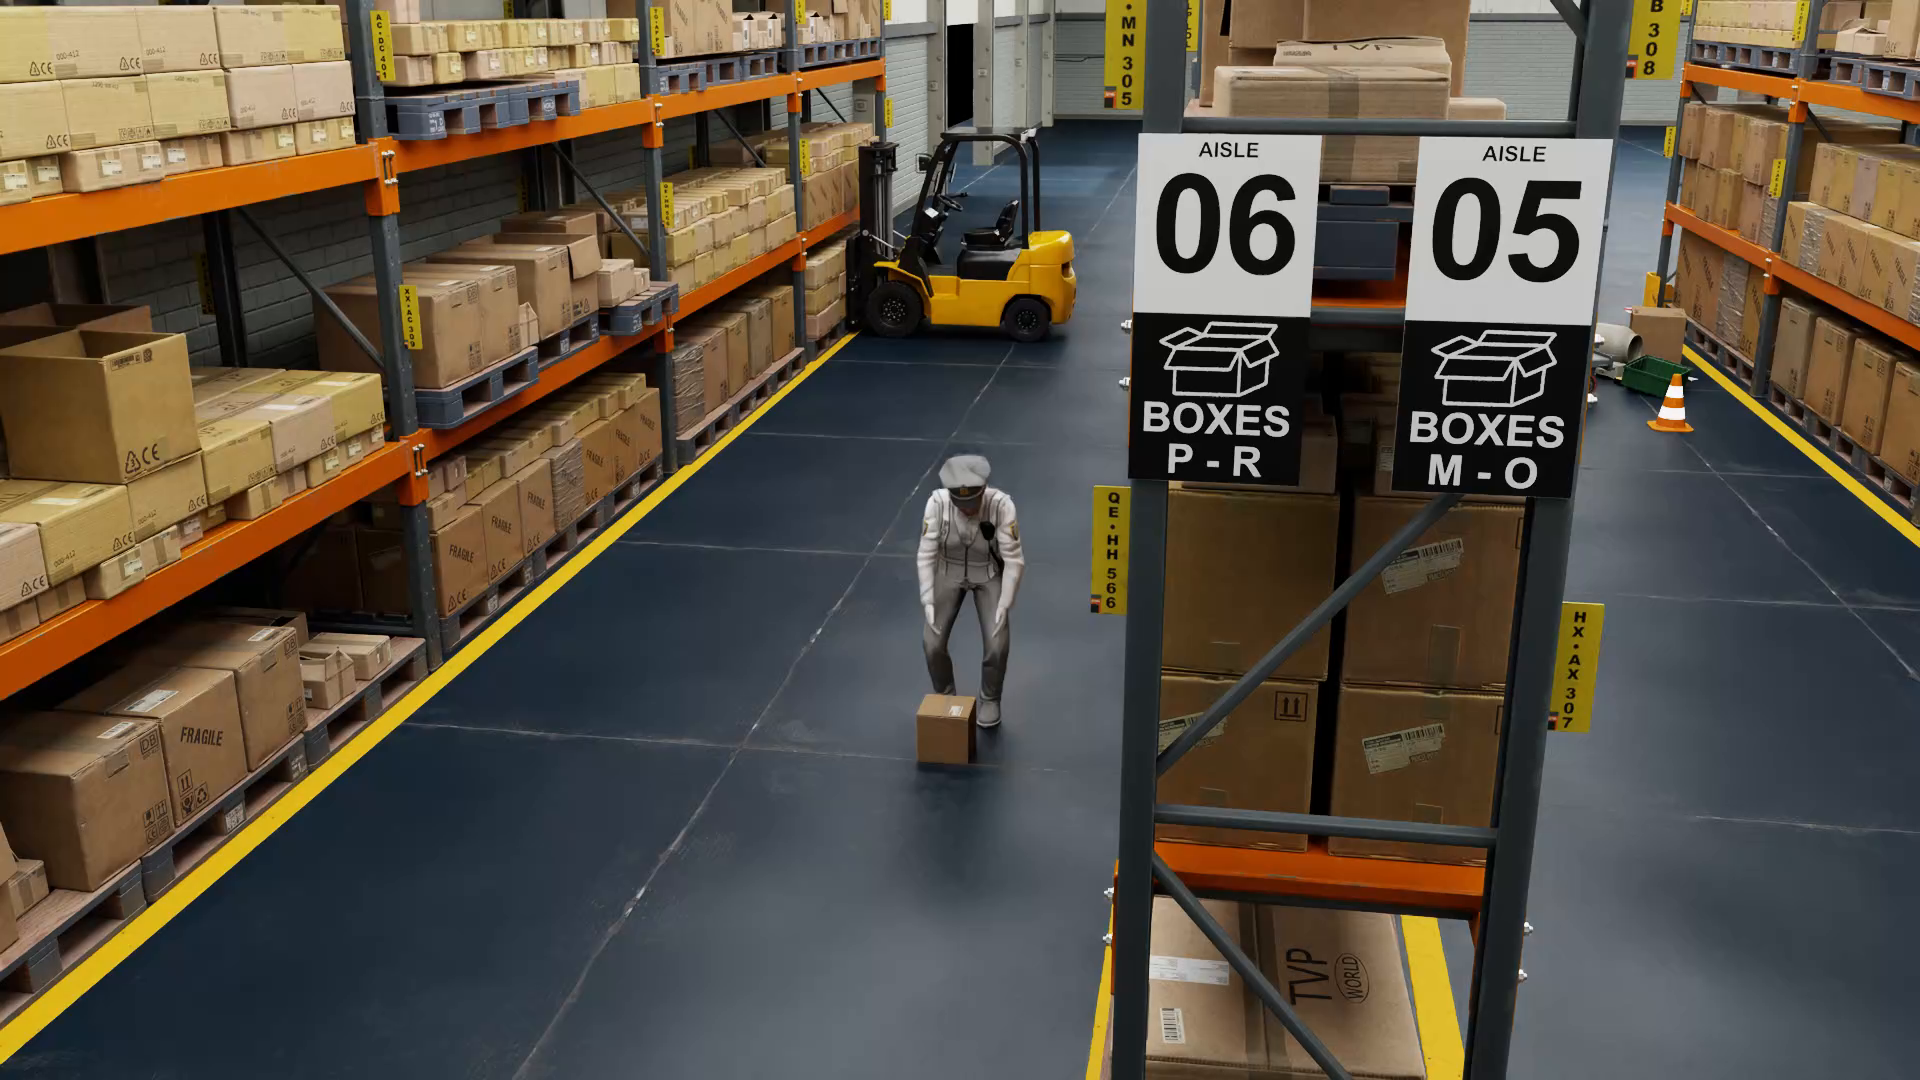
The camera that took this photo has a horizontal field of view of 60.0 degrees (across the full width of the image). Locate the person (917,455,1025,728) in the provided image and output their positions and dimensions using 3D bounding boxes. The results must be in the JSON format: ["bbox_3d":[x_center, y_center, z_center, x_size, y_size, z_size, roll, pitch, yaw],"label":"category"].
[{"bbox_3d":[0.057,0.244,8.199,0.534,1.430,0.656,3,18,9],"label":"person"}]
